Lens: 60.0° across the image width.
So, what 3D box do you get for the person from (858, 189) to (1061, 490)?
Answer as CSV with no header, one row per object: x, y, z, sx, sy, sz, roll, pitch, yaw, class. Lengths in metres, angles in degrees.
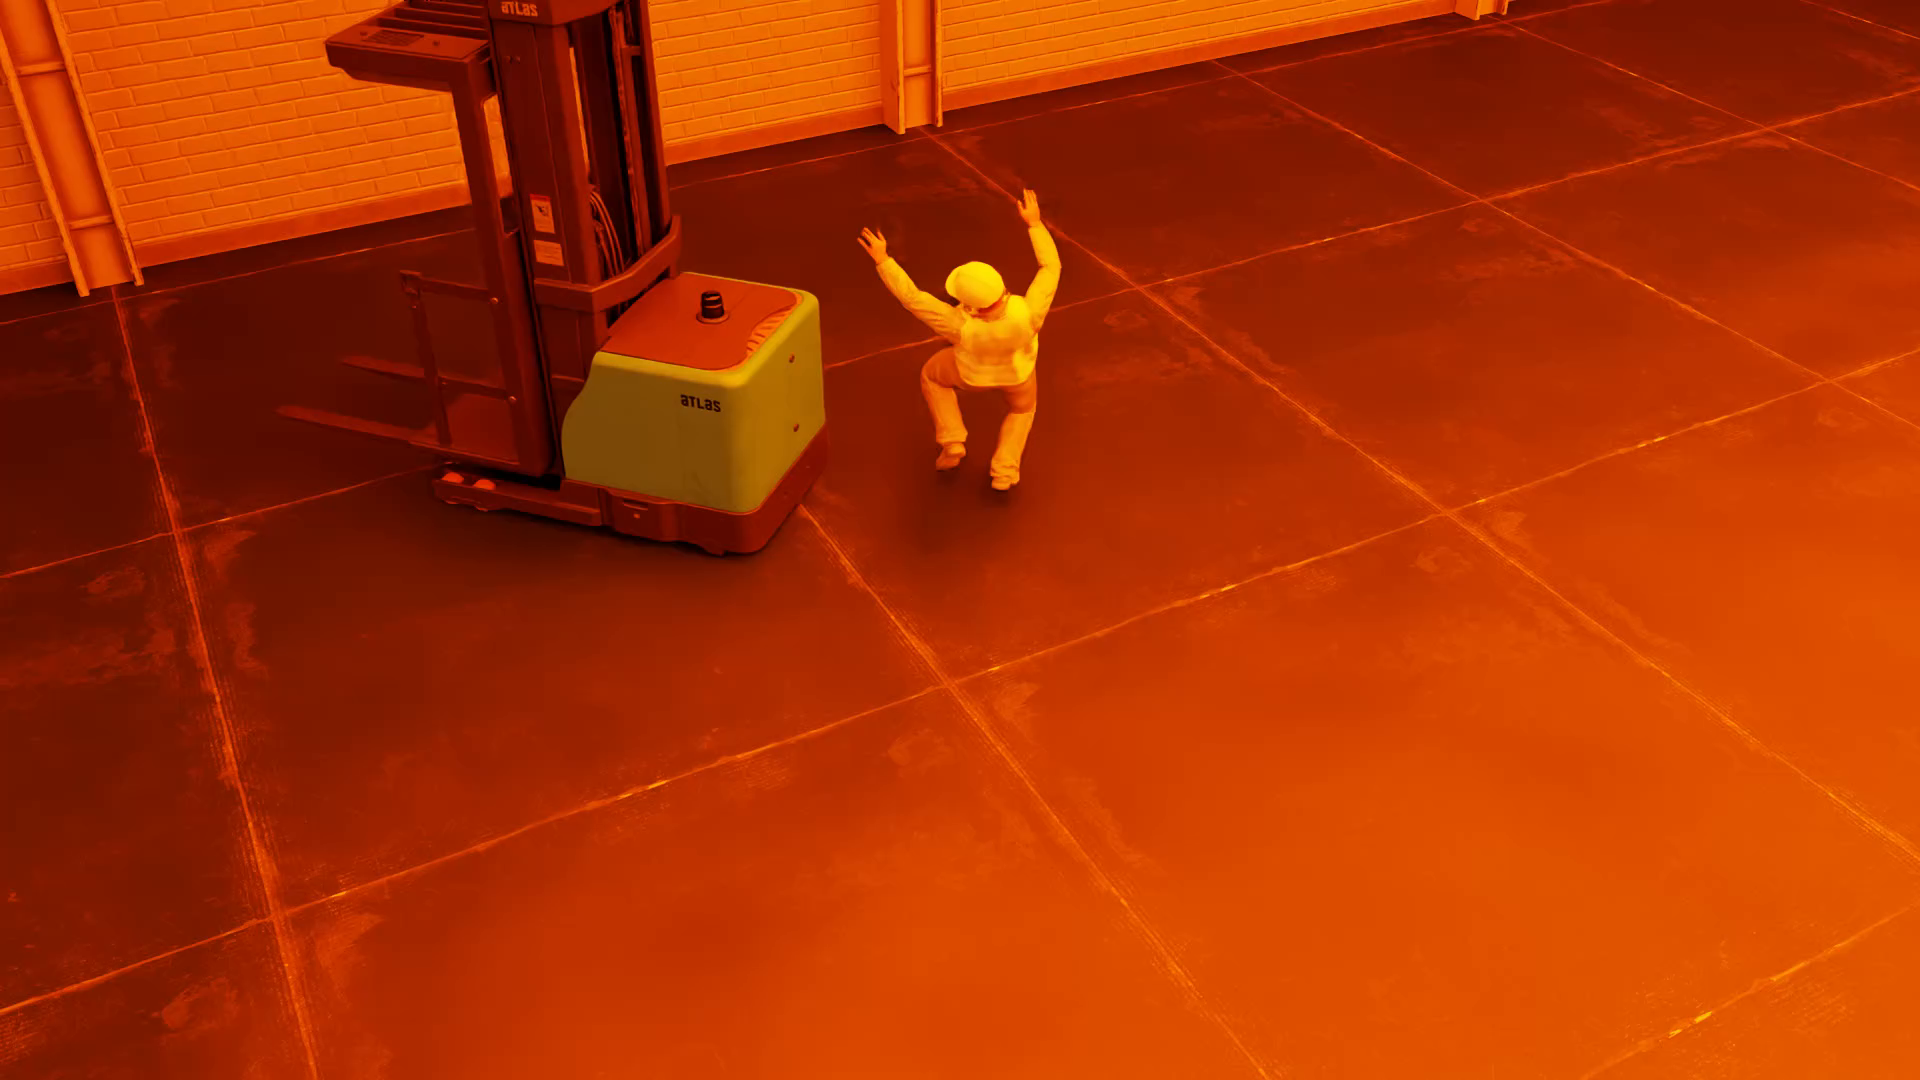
0.001,-0.975,8.661,1.015,1.630,0.818,0,35,-1,person

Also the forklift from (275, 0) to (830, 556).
-2.291,-1.626,8.424,3.031,2.935,1.130,11,37,16,forklift
